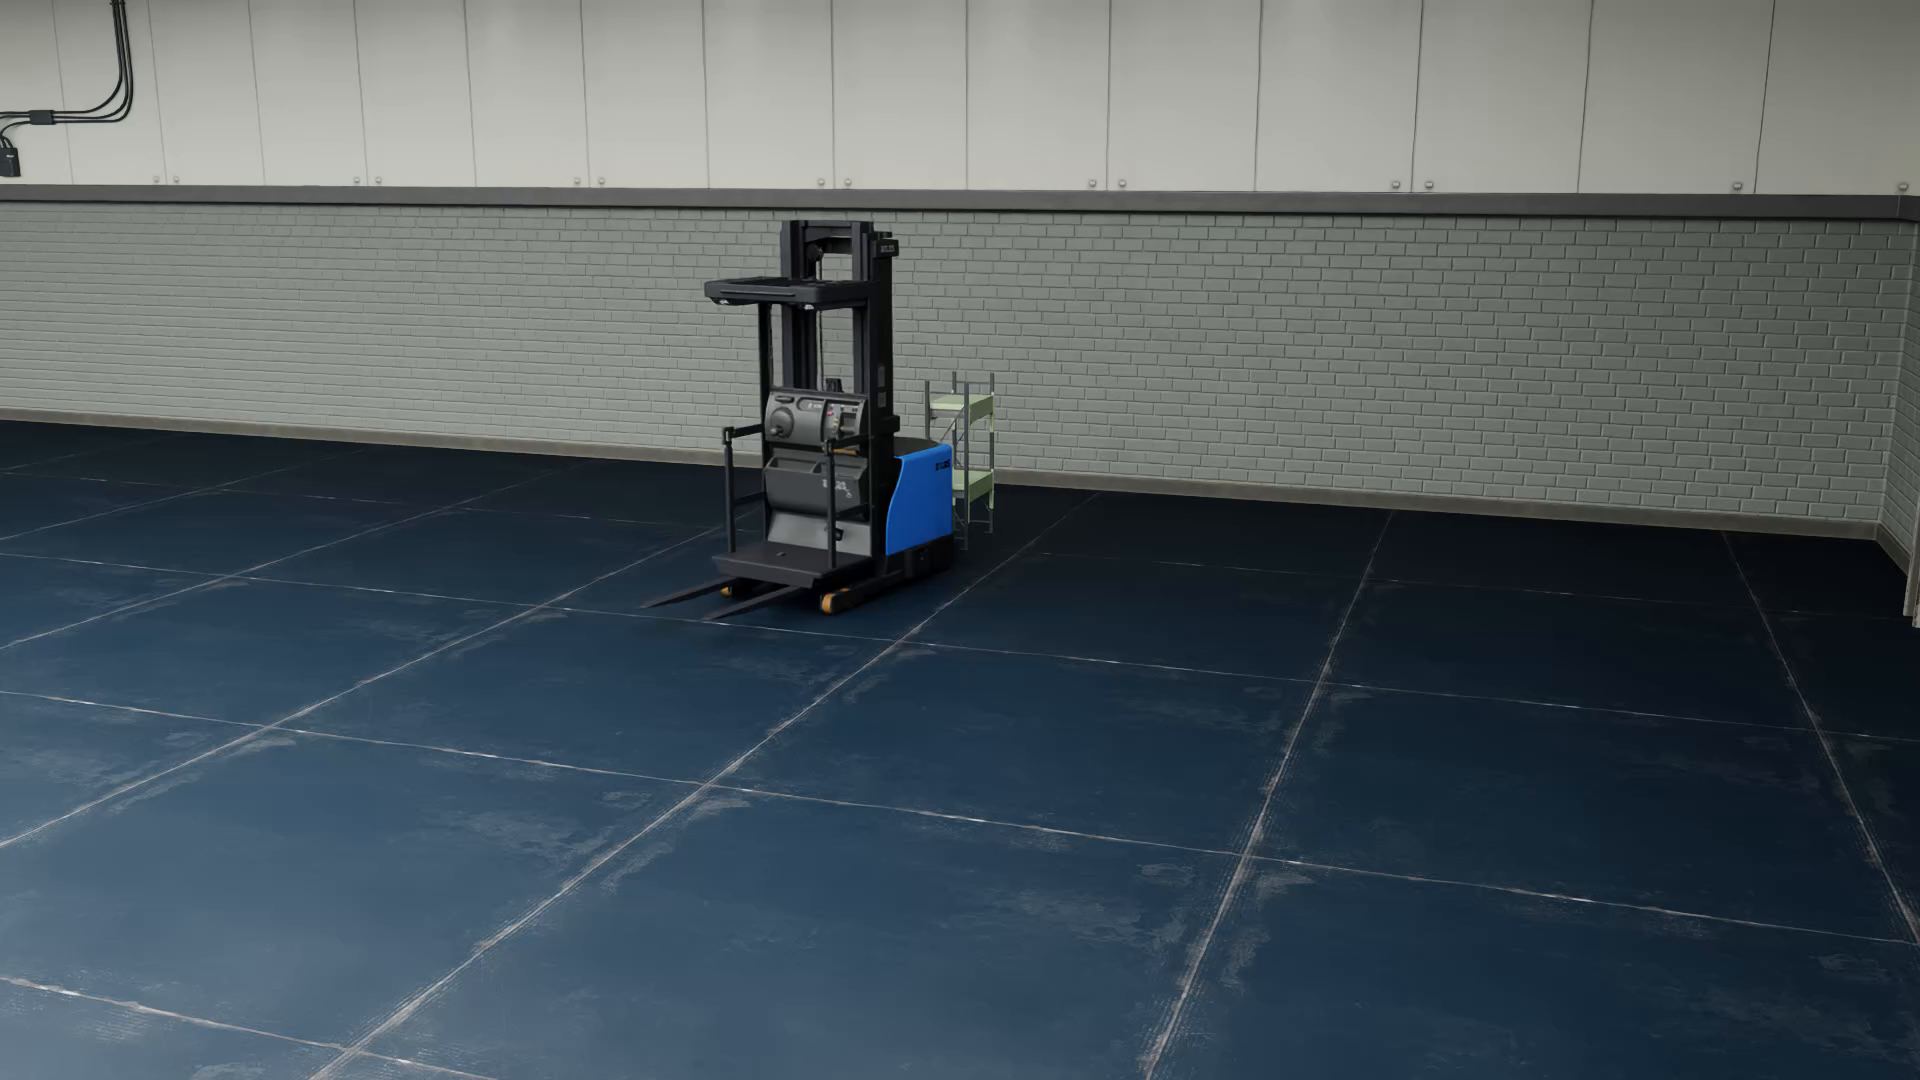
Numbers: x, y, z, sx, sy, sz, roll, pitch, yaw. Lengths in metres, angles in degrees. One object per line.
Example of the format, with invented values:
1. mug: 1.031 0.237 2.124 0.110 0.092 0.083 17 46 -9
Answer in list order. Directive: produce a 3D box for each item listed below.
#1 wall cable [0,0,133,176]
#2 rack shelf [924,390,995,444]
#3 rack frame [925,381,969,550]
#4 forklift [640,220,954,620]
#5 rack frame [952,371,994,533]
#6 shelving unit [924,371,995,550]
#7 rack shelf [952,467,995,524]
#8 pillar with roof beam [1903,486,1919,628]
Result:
1. wall cable: -11.300 -7.533 20.388 2.305 6.003 0.169 4 14 18
2. rack shelf: 0.002 -1.113 15.002 0.431 0.370 0.720 4 14 18
3. rack frame: -0.116 -0.656 14.752 0.400 1.500 0.023 4 14 18
4. forklift: -1.256 -0.975 12.933 1.130 2.935 3.031 8 15 31
5. rack frame: 0.121 -0.810 15.427 0.400 1.500 0.023 4 14 18
6. shelving unit: 0.002 -0.733 15.089 0.431 1.500 0.755 4 14 18
7. rack shelf: 0.002 -0.415 15.162 0.431 0.370 0.720 4 14 18
8. pillar with roof beam: 3.250 -4.079 12.897 9.100 9.000 0.400 4 14 18
